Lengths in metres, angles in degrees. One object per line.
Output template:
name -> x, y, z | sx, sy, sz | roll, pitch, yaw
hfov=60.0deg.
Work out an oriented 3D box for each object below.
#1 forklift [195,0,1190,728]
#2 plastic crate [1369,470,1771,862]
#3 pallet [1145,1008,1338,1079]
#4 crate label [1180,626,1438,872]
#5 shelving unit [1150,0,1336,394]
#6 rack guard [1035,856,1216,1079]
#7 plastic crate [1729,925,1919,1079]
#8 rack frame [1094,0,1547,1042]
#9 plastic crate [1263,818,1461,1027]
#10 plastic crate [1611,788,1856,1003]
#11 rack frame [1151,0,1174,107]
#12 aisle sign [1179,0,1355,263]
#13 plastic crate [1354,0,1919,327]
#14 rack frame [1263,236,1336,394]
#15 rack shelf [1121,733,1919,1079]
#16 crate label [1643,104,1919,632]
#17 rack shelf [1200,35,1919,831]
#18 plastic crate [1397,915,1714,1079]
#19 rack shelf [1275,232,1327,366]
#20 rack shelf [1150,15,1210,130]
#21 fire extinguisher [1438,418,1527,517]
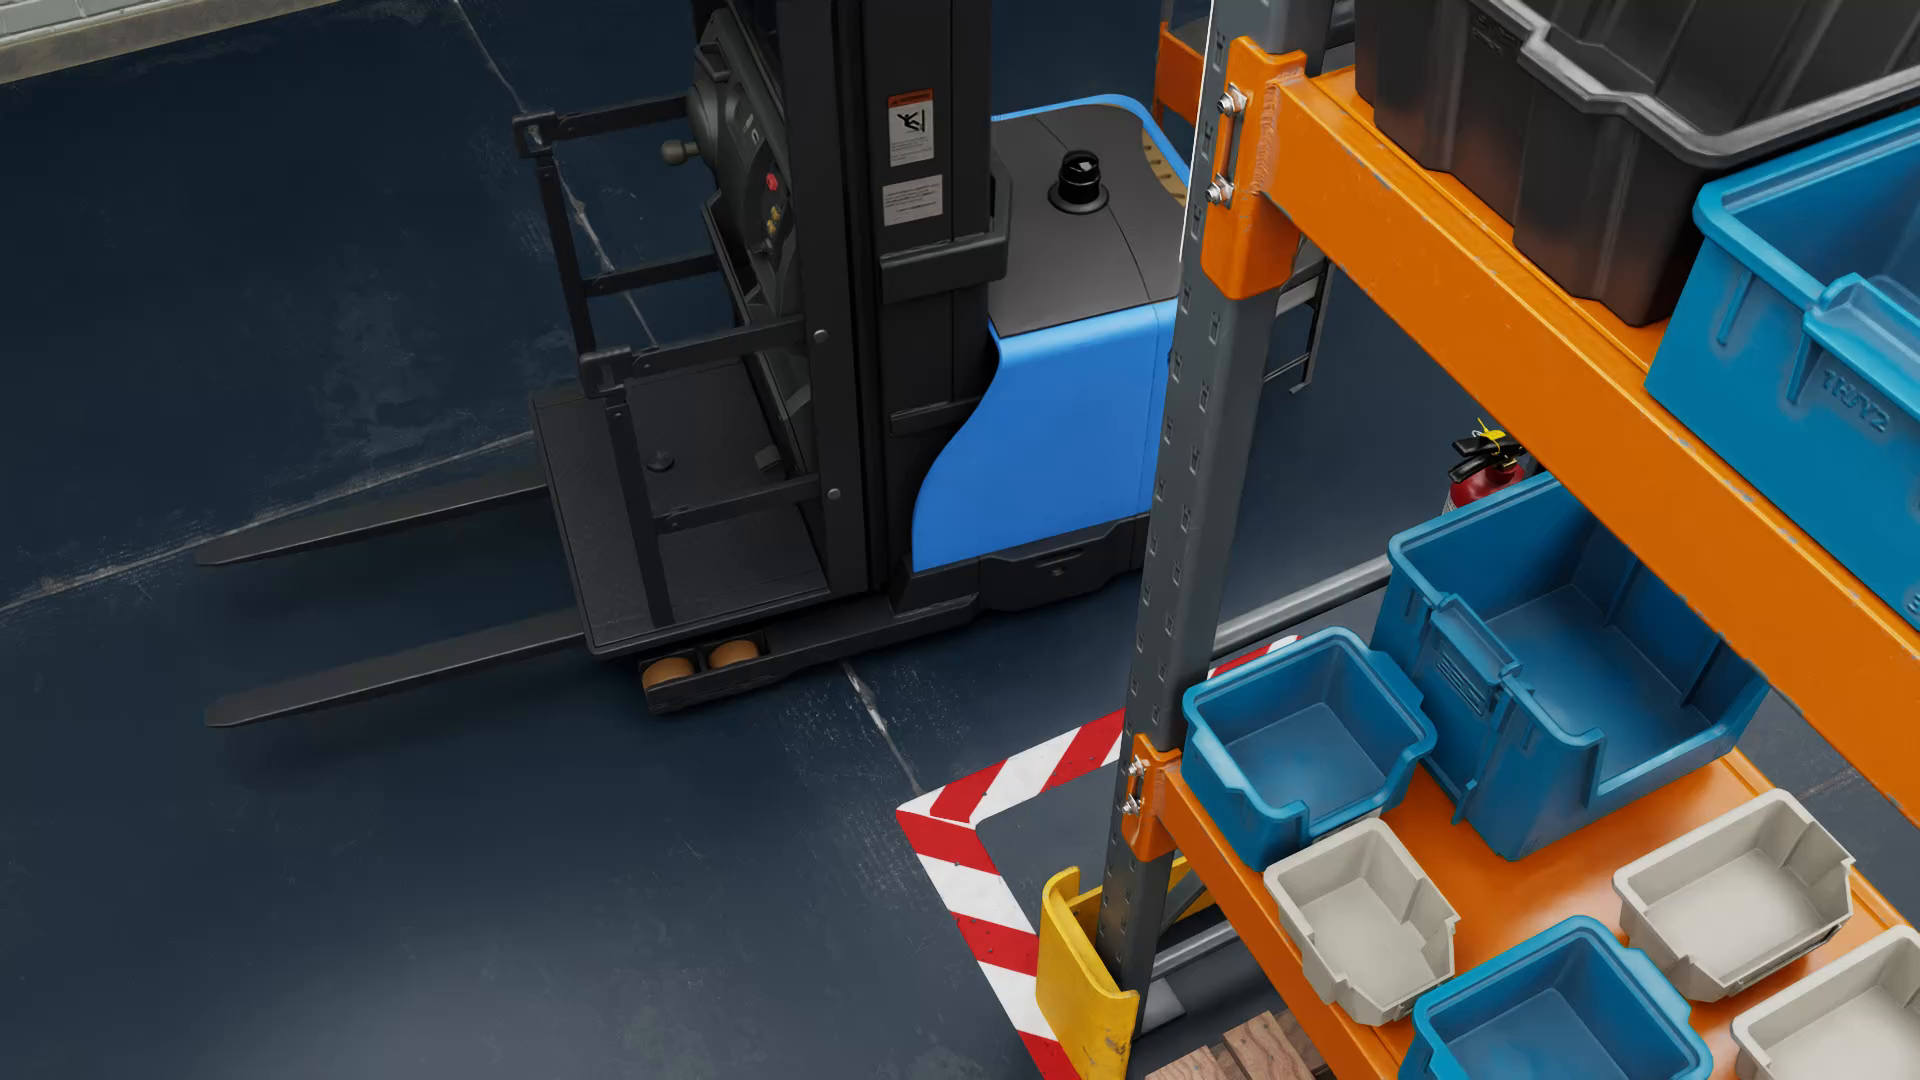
forklift -> -0.727, -0.919, 4.107 | 3.031, 2.935, 1.130 | -15, 50, -12
plastic crate -> 1.109, 0.202, 3.018 | 0.616, 0.435, 0.499 | -21, 52, -18
pallet -> 1.133, 1.557, 3.748 | 1.003, 0.211, 1.213 | -21, 52, -18
crate label -> 0.610, 0.387, 2.990 | 0.416, 0.233, 0.303 | -21, 52, -18
shelving unit -> 0.893, -1.293, 4.985 | 0.431, 2.100, 0.503 | -28, 54, -22
rack guard -> 0.767, 0.885, 4.144 | 1.175, 0.500, 0.348 | -21, 52, -18
plastic crate -> 1.444, 0.823, 2.673 | 0.396, 0.136, 0.243 | -21, 52, -18
rack frame -> 0.790, 0.073, 3.193 | 1.000, 3.000, 0.127 | -21, 52, -18
plastic crate -> 0.683, 0.662, 2.813 | 0.250, 0.136, 0.298 | -21, 52, -18
plastic crate -> 1.324, 0.624, 2.847 | 0.396, 0.136, 0.243 | -21, 52, -18
rack frame -> 0.752, -1.443, 5.116 | 0.400, 2.100, 0.015 | -28, 54, -22
aisle sign -> 0.493, -0.729, 2.167 | 0.394, 0.787, 0.004 | -21, 52, -18
plastic crate -> 0.718, -0.518, 1.804 | 0.497, 0.269, 0.590 | -21, 52, -18
rack frame -> 1.035, -1.144, 4.854 | 0.400, 2.100, 0.015 | -28, 54, -22
rack shelf -> 1.705, 1.649, 2.293 | 1.077, 0.370, 4.000 | -21, 52, -18
crate label -> 0.925, -0.137, 1.483 | 0.408, 0.251, 0.502 | -21, 52, -18
rack shelf -> 1.705, 0.661, 1.164 | 1.077, 0.370, 4.000 | -21, 52, -18
plastic crate -> 0.911, 0.828, 2.605 | 0.416, 0.233, 0.300 | -21, 52, -18
rack shelf -> 0.896, -0.824, 5.522 | 0.431, 0.518, 0.480 | -28, 54, -22
rack shelf -> 0.893, -1.284, 4.995 | 0.431, 0.518, 0.480 | -28, 54, -22
fire extinguisher -> 1.125, -0.036, 3.588 | 0.296, 0.674, 0.183 | -21, 52, -18
